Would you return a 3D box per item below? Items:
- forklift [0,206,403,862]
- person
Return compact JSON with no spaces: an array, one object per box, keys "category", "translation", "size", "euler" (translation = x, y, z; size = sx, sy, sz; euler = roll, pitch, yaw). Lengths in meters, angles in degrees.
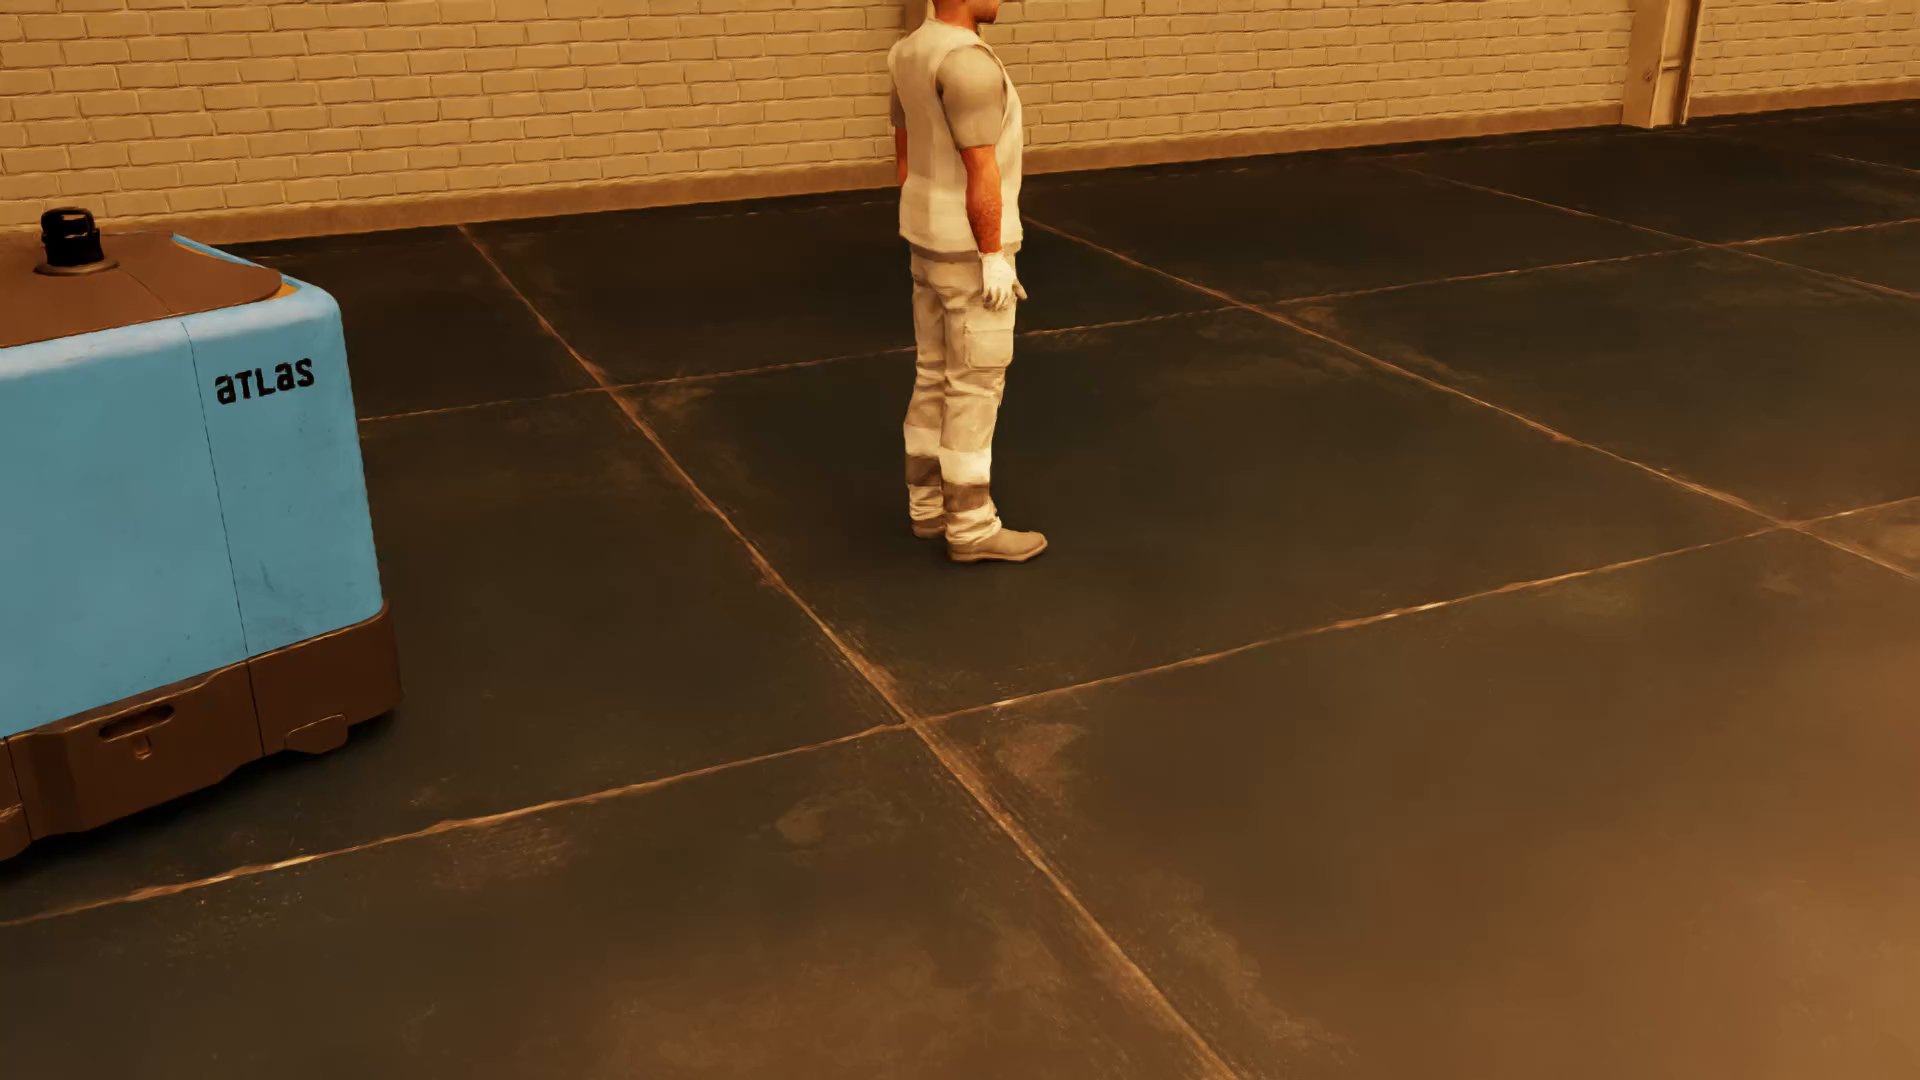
[{"category":"forklift","translation":[-2.738,-0.631,2.806],"size":[1.130,2.935,3.031],"euler":[21,30,41]},{"category":"person","translation":[0.018,-0.831,4.772],"size":[0.349,1.795,0.540],"euler":[-10,25,-23]}]
